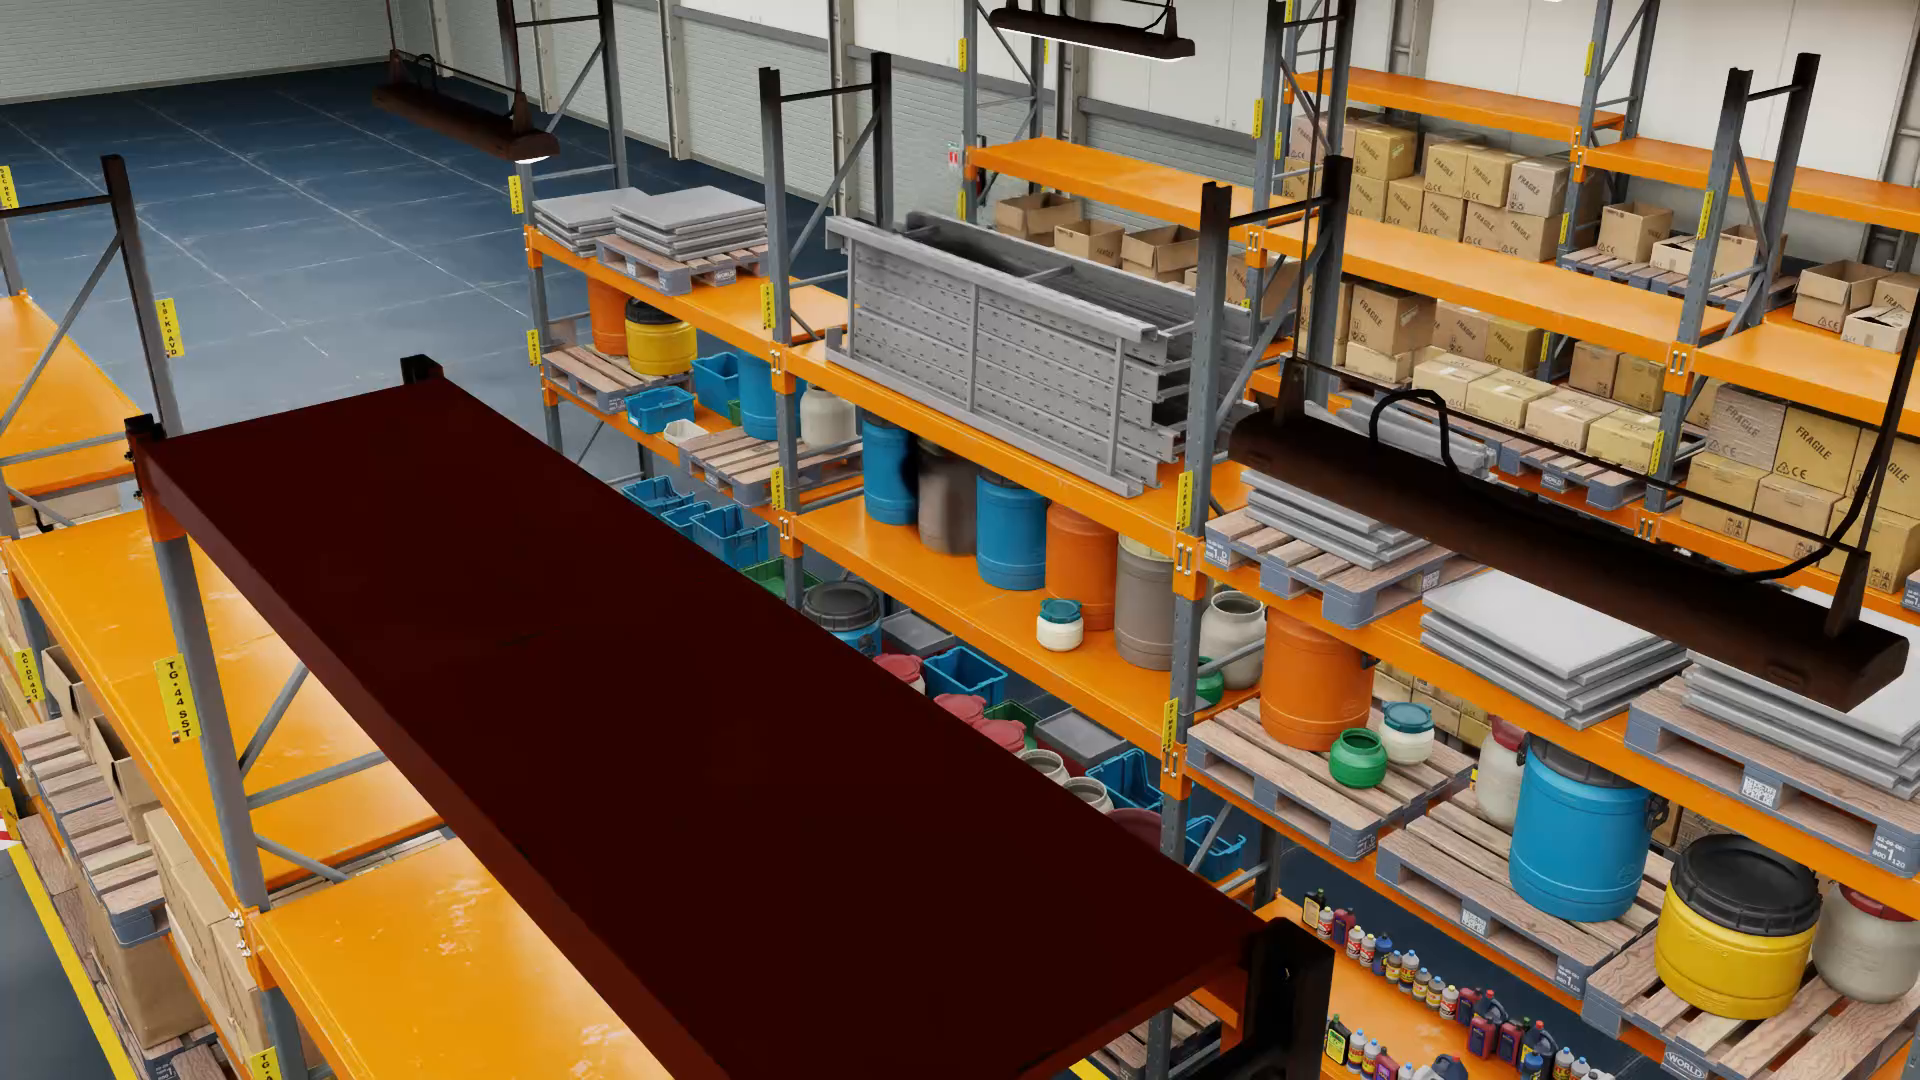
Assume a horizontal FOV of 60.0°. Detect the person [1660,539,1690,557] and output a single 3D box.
[{"bbox_3d":[6.293,0.620,15.057,0.751,1.760,0.549,23,34,39],"label":"person"}]
